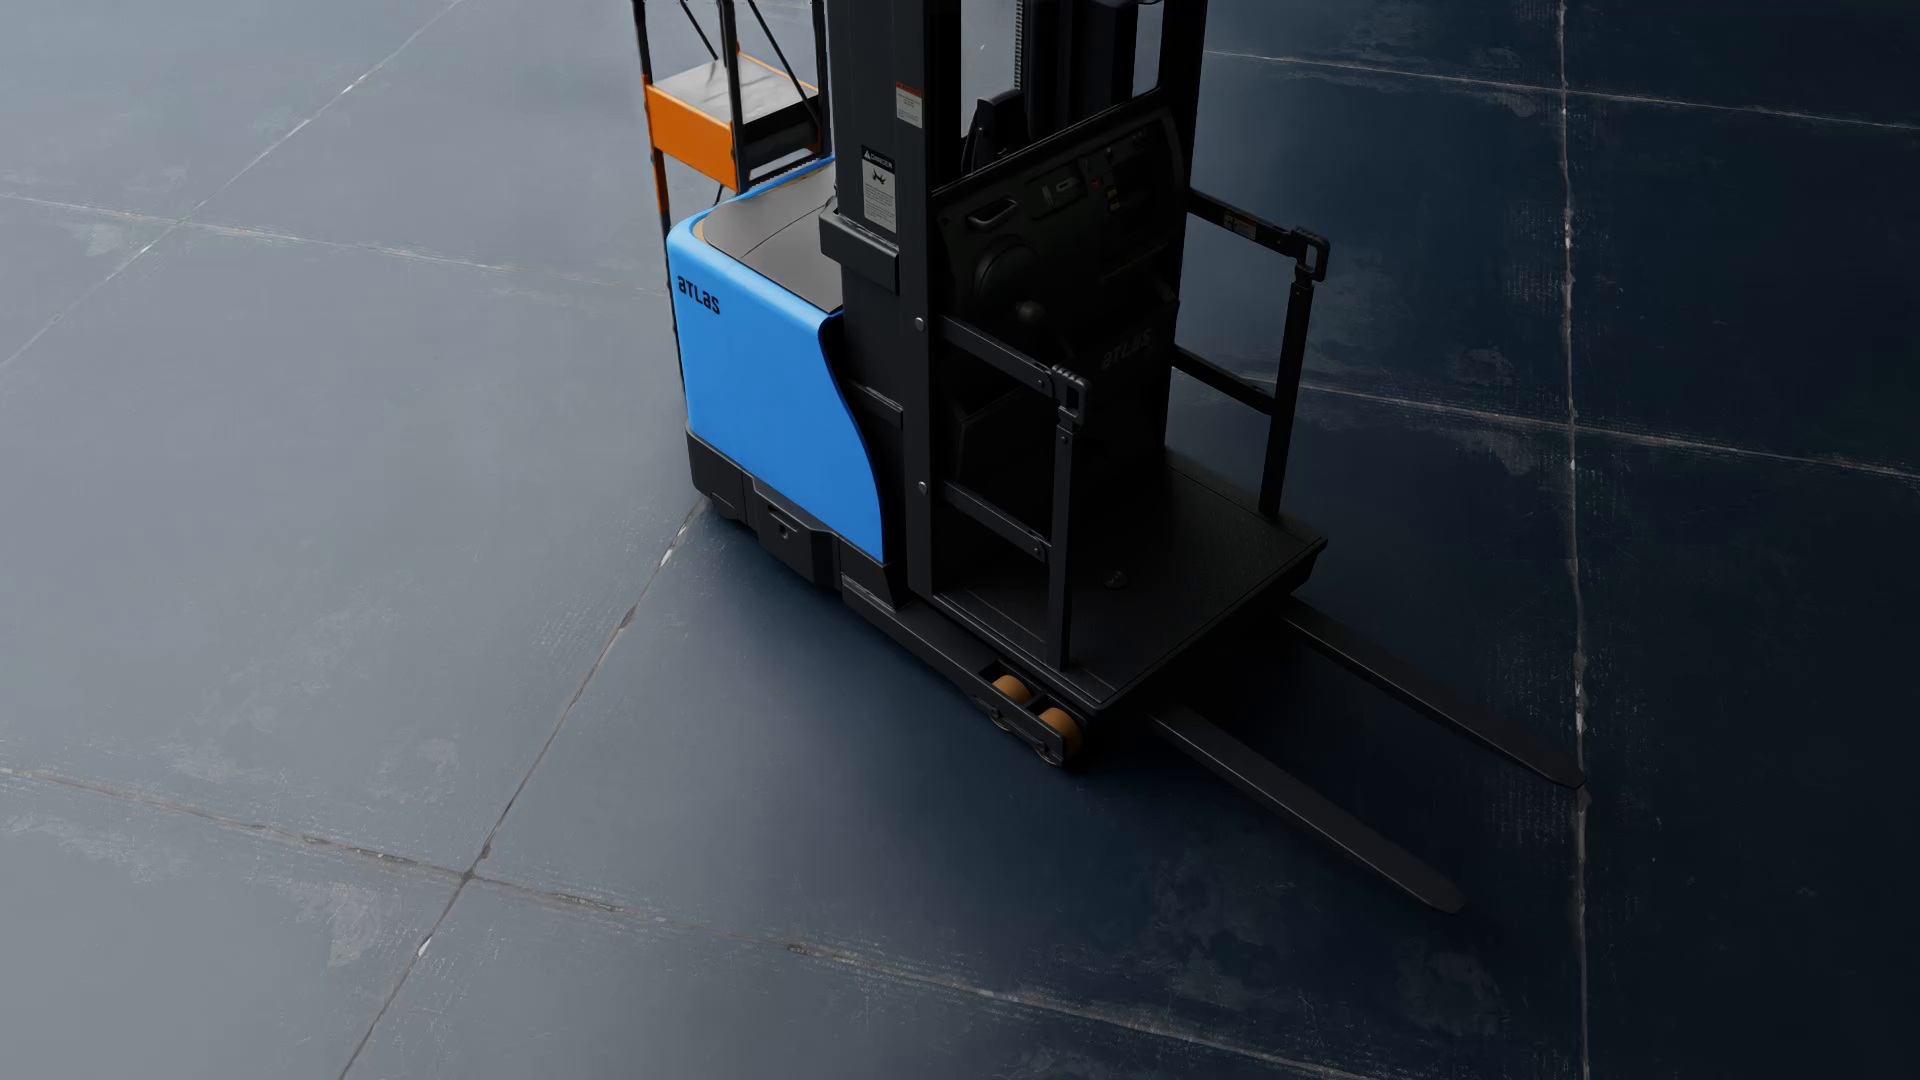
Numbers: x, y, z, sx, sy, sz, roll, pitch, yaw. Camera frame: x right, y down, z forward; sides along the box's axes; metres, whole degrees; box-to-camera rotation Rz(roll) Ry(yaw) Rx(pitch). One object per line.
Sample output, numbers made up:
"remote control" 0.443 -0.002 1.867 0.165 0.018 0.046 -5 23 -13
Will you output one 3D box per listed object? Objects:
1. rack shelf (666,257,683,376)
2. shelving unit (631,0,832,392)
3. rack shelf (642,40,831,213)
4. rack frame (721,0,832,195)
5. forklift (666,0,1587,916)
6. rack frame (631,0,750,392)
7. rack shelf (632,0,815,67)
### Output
"rack shelf" -0.758 -0.812 6.193 0.431 0.518 0.480 -32 50 -32
"shelving unit" -0.757 -1.358 5.734 0.431 2.100 0.503 -32 50 -32
"rack shelf" -0.757 -1.348 5.743 0.431 0.518 0.480 -32 50 -32
"rack frame" -0.586 -1.246 5.601 0.400 2.100 0.015 -32 50 -32
"forklift" 0.443 -0.834 4.463 1.130 2.935 3.031 -32 50 -33
"rack frame" -0.928 -1.470 5.868 0.400 2.100 0.015 -32 50 -32
"rack shelf" -0.757 -1.884 5.293 0.431 0.518 0.480 -32 50 -32
